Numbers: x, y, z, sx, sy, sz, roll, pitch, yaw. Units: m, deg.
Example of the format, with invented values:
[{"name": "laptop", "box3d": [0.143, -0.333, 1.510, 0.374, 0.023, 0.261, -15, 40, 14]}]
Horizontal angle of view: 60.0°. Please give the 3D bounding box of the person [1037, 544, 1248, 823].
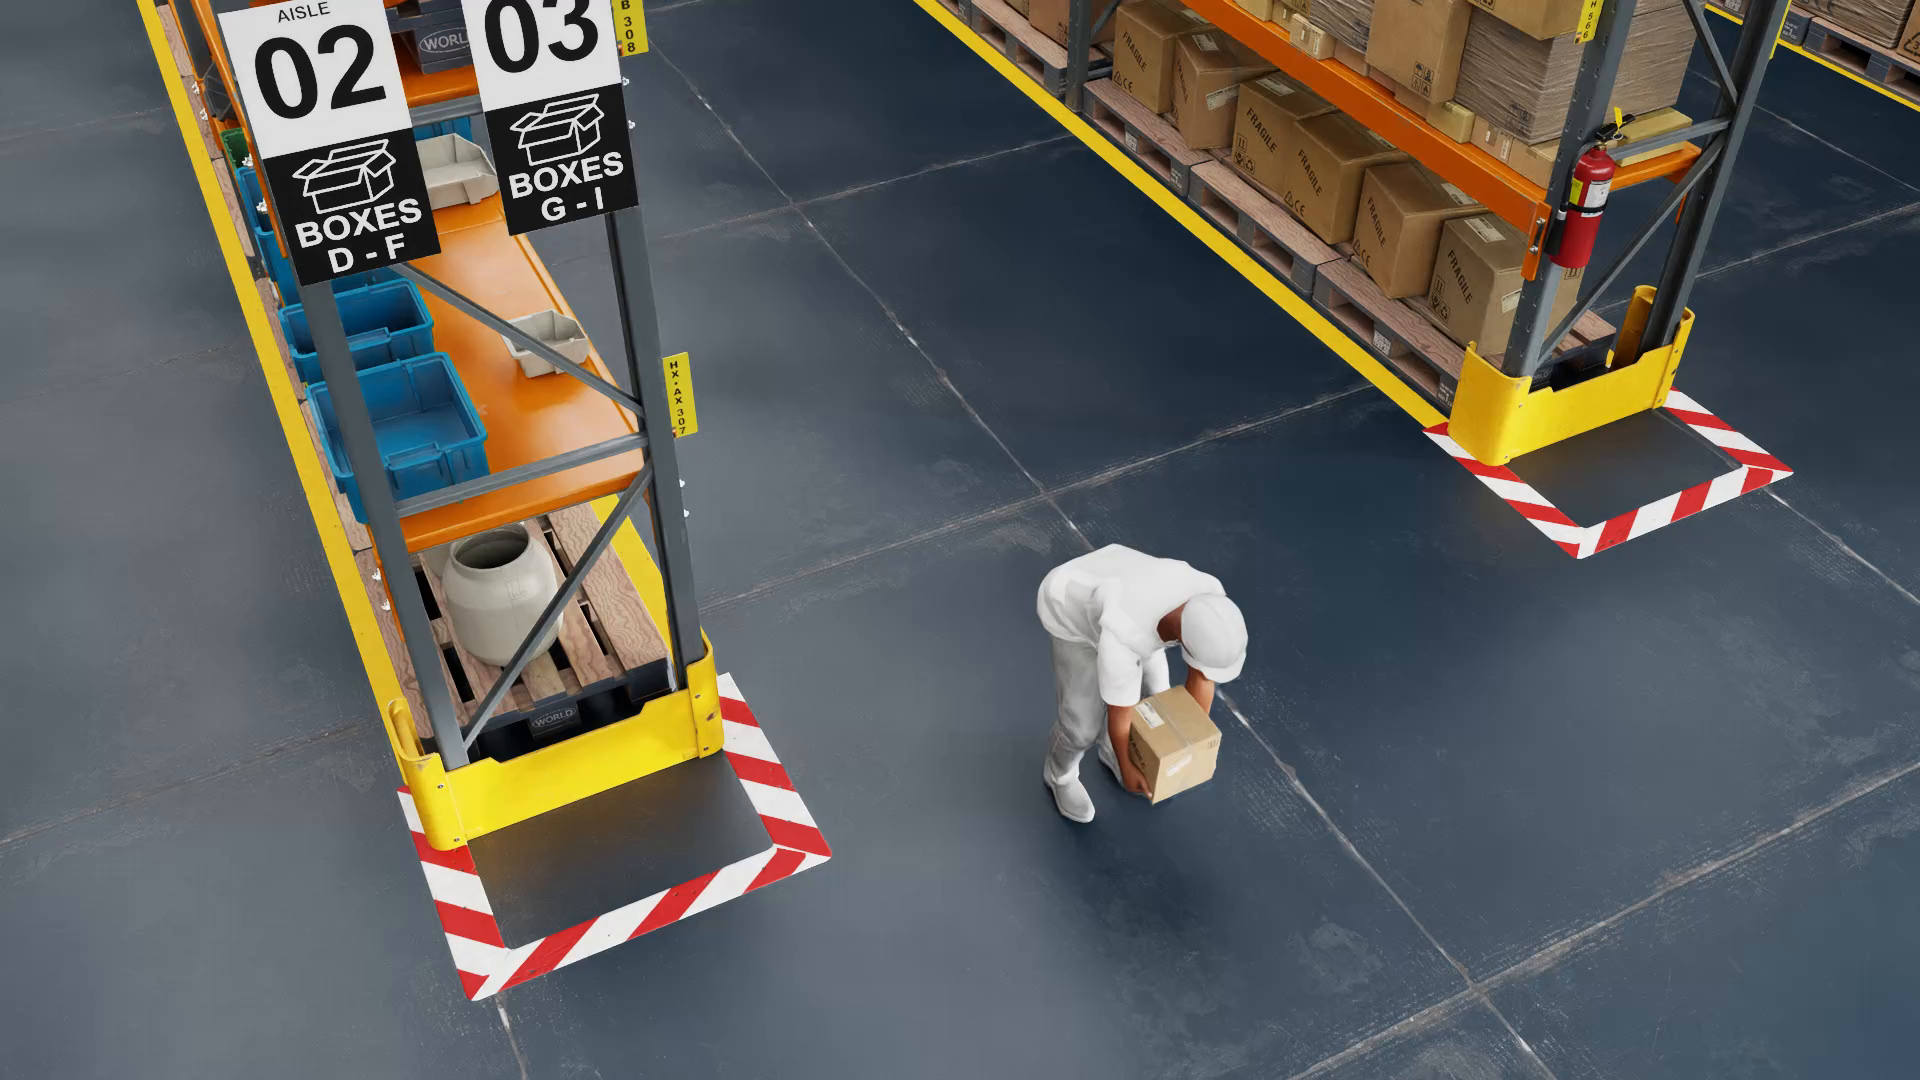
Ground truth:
[{"name": "person", "box3d": [0.637, 0.524, 5.834, 0.490, 1.374, 0.898, -20, 45, -22]}]
